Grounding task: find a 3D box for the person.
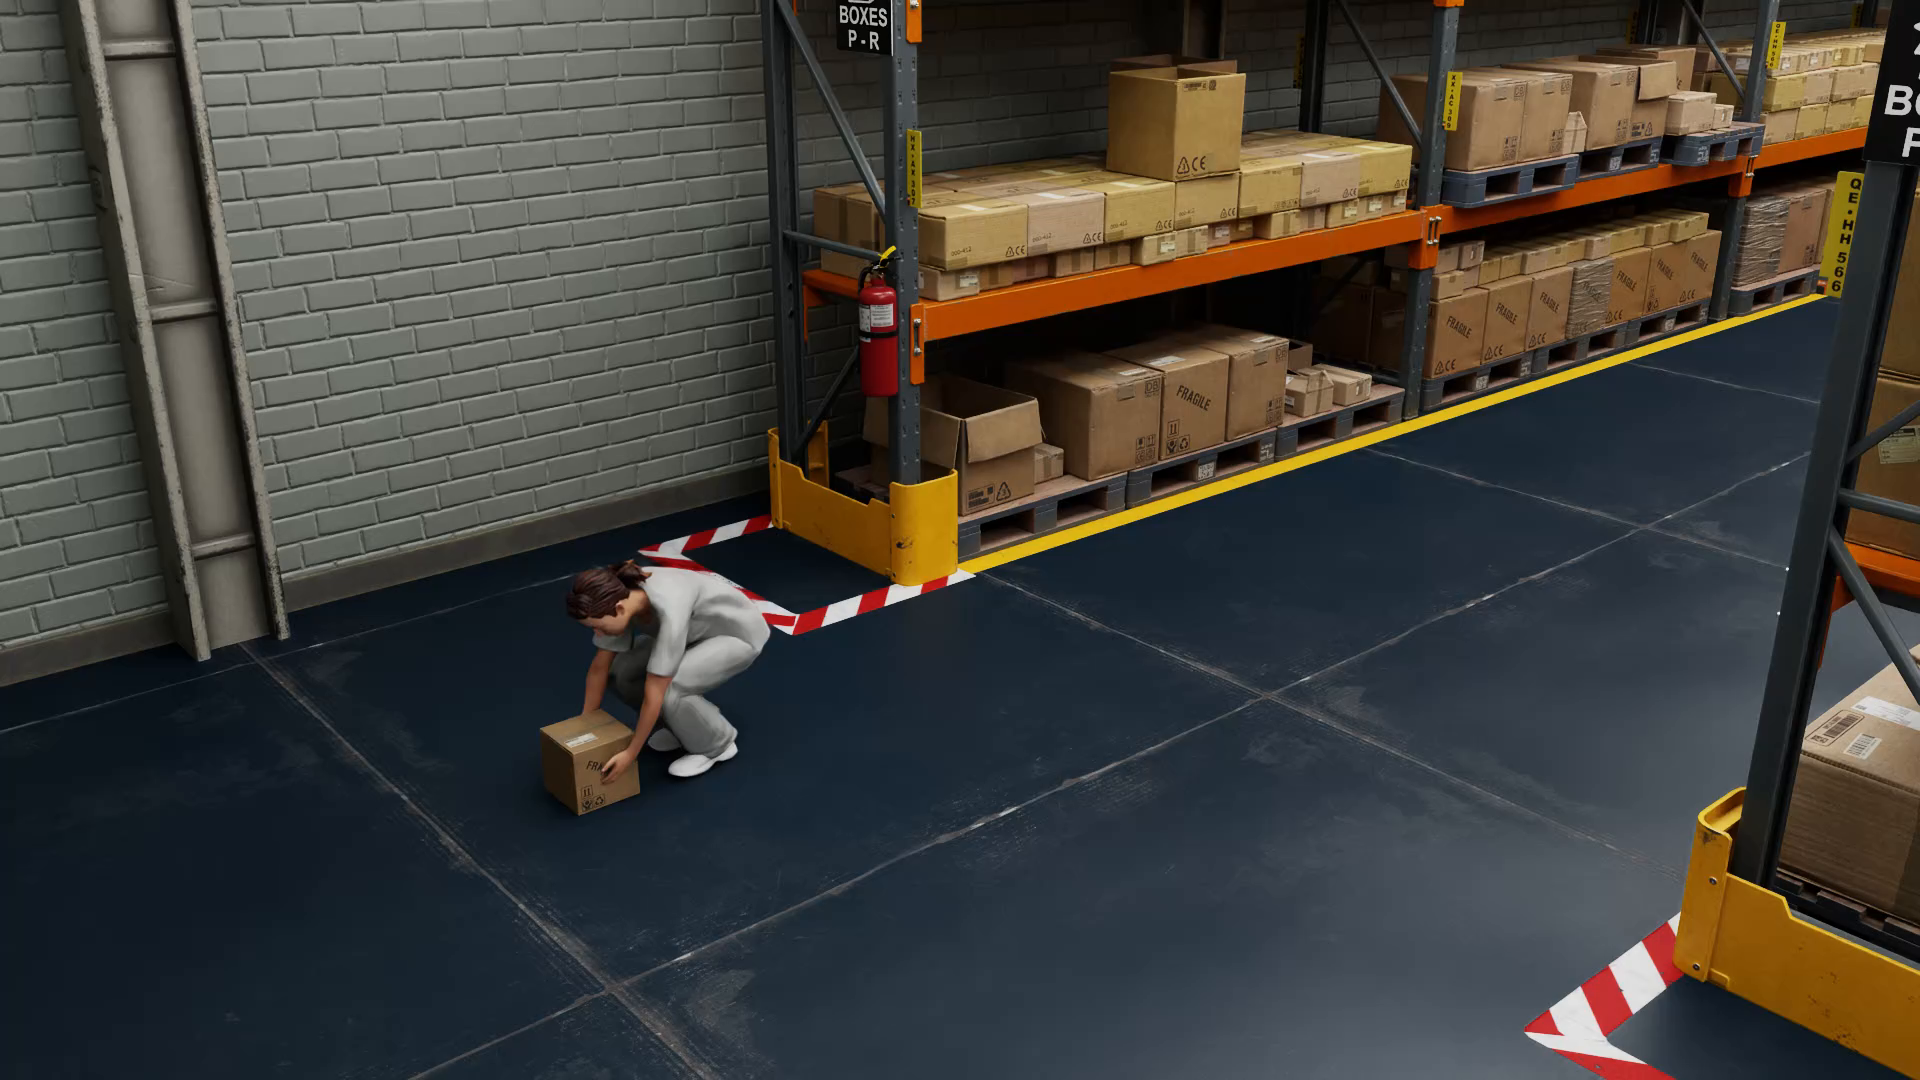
[{"bbox_3d":[-1.106,0.500,6.097,0.862,0.763,0.445,-18,27,-39],"label":"person"}]
